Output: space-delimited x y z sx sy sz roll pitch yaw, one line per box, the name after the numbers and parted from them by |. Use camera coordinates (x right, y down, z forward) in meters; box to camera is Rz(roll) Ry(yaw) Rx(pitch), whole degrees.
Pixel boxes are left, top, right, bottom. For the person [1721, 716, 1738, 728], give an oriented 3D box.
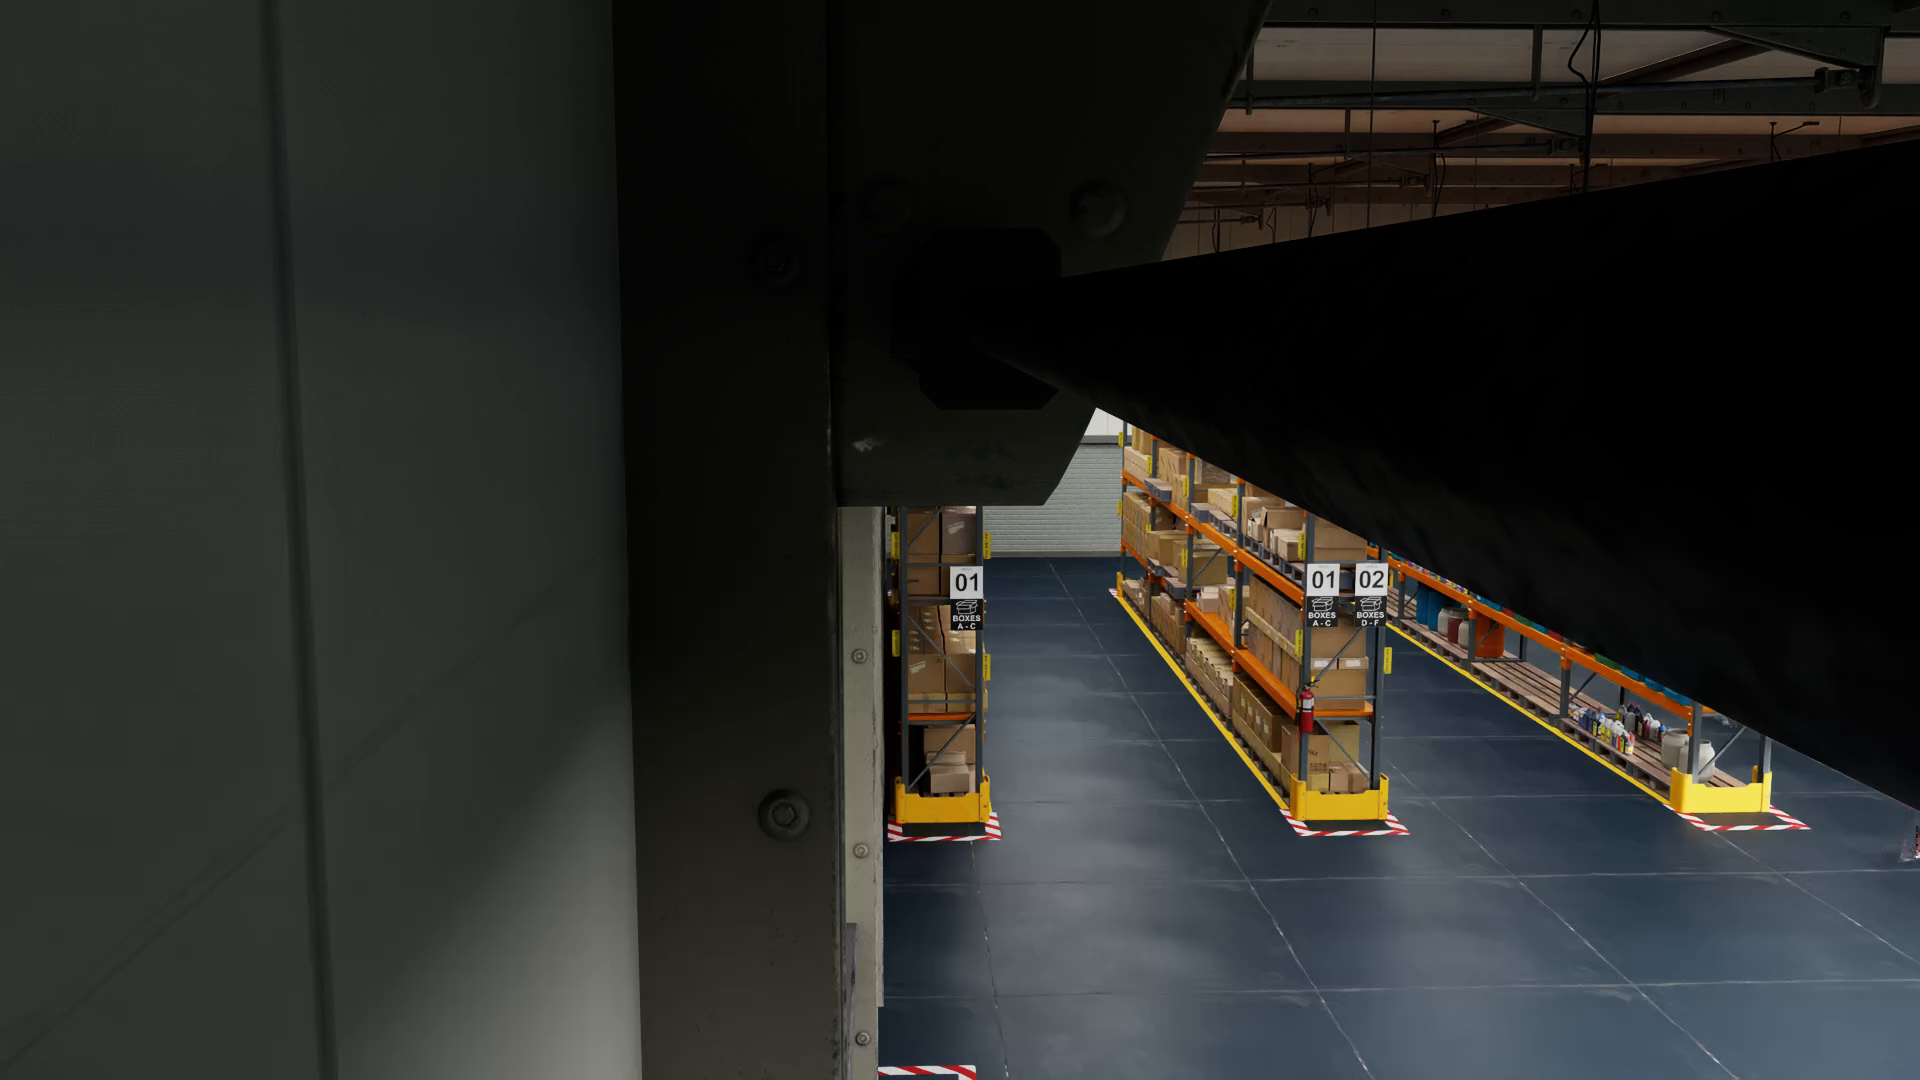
11.657 2.119 24.968 0.597 1.411 0.785 1 8 9 | person

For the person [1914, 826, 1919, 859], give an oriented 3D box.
11.322 2.855 19.047 0.819 1.631 0.502 -3 9 -23 | person
